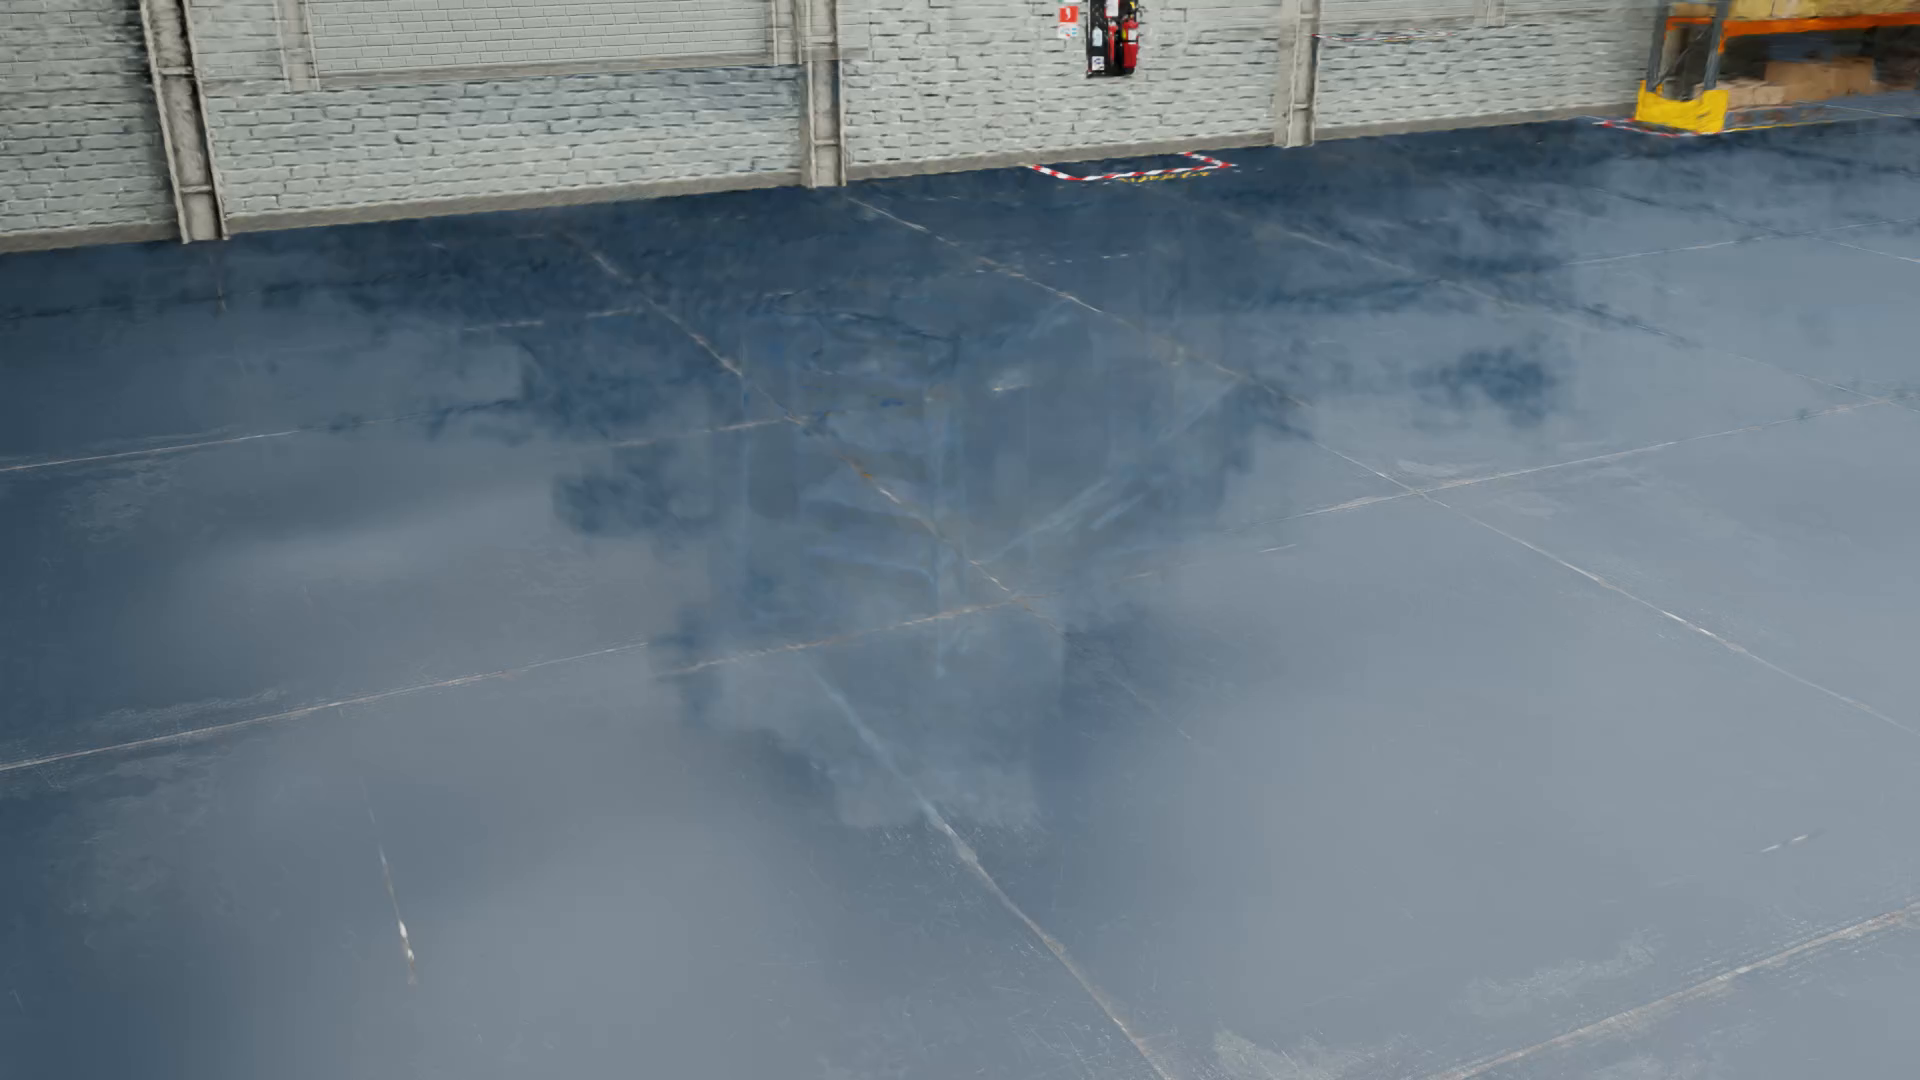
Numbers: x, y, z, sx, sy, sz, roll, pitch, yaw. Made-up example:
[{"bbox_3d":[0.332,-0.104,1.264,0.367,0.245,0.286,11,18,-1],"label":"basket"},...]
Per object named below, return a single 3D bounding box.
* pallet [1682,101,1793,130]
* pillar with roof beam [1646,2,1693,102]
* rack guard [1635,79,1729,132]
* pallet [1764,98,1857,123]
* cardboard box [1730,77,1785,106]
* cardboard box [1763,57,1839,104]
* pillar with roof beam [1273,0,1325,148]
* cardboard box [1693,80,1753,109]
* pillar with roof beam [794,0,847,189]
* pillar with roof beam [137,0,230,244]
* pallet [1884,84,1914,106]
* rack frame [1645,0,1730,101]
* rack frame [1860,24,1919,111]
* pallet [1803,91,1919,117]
[{"bbox_3d":[14.461,-9.086,28.425,1.213,0.211,1.003,-10,25,-24],"label":"pallet"},{"bbox_3d":[15.767,-11.942,23.834,0.400,9.000,9.100,-10,25,-24],"label":"pillar with roof beam"},{"bbox_3d":[13.713,-9.097,28.074,0.348,0.500,1.175,-10,25,-24],"label":"rack guard"},{"bbox_3d":[15.558,-9.287,28.910,1.213,0.211,1.003,-10,25,-24],"label":"pallet"},{"bbox_3d":[14.821,-9.379,28.426,0.500,0.311,0.500,-8,24,-19],"label":"cardboard box"},{"bbox_3d":[15.504,-9.571,28.642,0.500,0.500,0.700,-12,25,-27],"label":"cardboard box"},{"bbox_3d":[10.361,-10.947,21.430,0.400,9.000,9.100,-10,25,-24],"label":"pillar with roof beam"},{"bbox_3d":[14.307,-9.284,28.198,0.500,0.311,0.500,-14,26,-30],"label":"cardboard box"},{"bbox_3d":[4.955,-9.952,19.026,0.400,9.000,9.100,-10,25,-24],"label":"pillar with roof beam"},{"bbox_3d":[-0.452,-8.956,16.621,0.400,9.000,9.100,-10,25,-24],"label":"pillar with roof beam"},{"bbox_3d":[17.950,-9.744,30.015,1.213,0.211,1.003,-10,25,-24],"label":"pallet"},{"bbox_3d":[13.645,-10.240,27.565,0.127,3.000,1.000,-10,25,-24],"label":"rack frame"},{"bbox_3d":[17.249,-10.903,29.168,0.127,3.000,1.000,-10,25,-24],"label":"rack frame"},{"bbox_3d":[16.659,-9.491,29.403,1.213,0.211,1.003,-10,25,-24],"label":"pallet"}]
